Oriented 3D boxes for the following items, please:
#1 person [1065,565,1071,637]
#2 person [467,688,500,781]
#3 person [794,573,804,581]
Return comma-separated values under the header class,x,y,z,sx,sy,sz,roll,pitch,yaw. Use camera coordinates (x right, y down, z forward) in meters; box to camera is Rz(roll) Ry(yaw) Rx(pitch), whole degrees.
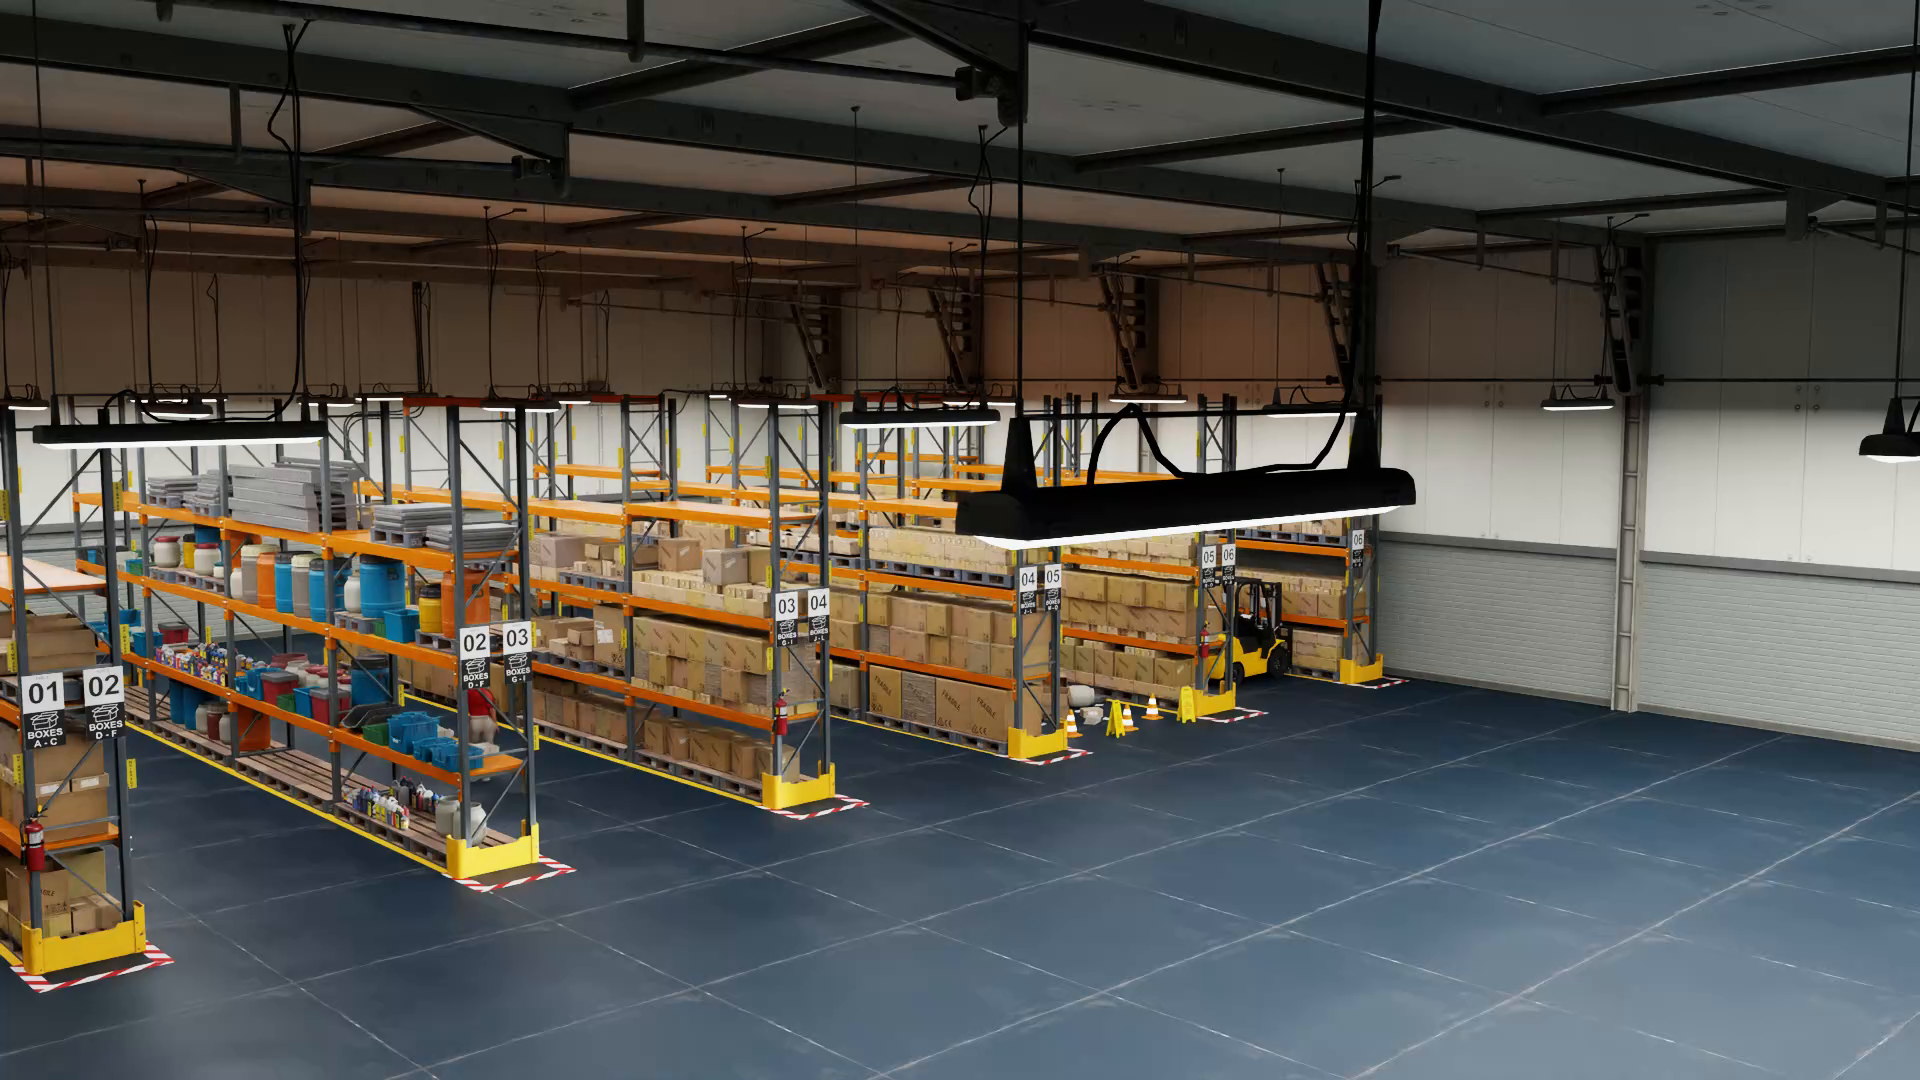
class,x,y,z,sx,sy,sz,roll,pitch,yaw
person,2.426,1.467,38.823,0.627,1.769,0.562,3,7,32
person,-7.537,2.945,26.177,0.562,1.759,0.465,-1,6,-7
person,-3.647,1.642,37.501,0.492,1.592,0.403,3,6,30
